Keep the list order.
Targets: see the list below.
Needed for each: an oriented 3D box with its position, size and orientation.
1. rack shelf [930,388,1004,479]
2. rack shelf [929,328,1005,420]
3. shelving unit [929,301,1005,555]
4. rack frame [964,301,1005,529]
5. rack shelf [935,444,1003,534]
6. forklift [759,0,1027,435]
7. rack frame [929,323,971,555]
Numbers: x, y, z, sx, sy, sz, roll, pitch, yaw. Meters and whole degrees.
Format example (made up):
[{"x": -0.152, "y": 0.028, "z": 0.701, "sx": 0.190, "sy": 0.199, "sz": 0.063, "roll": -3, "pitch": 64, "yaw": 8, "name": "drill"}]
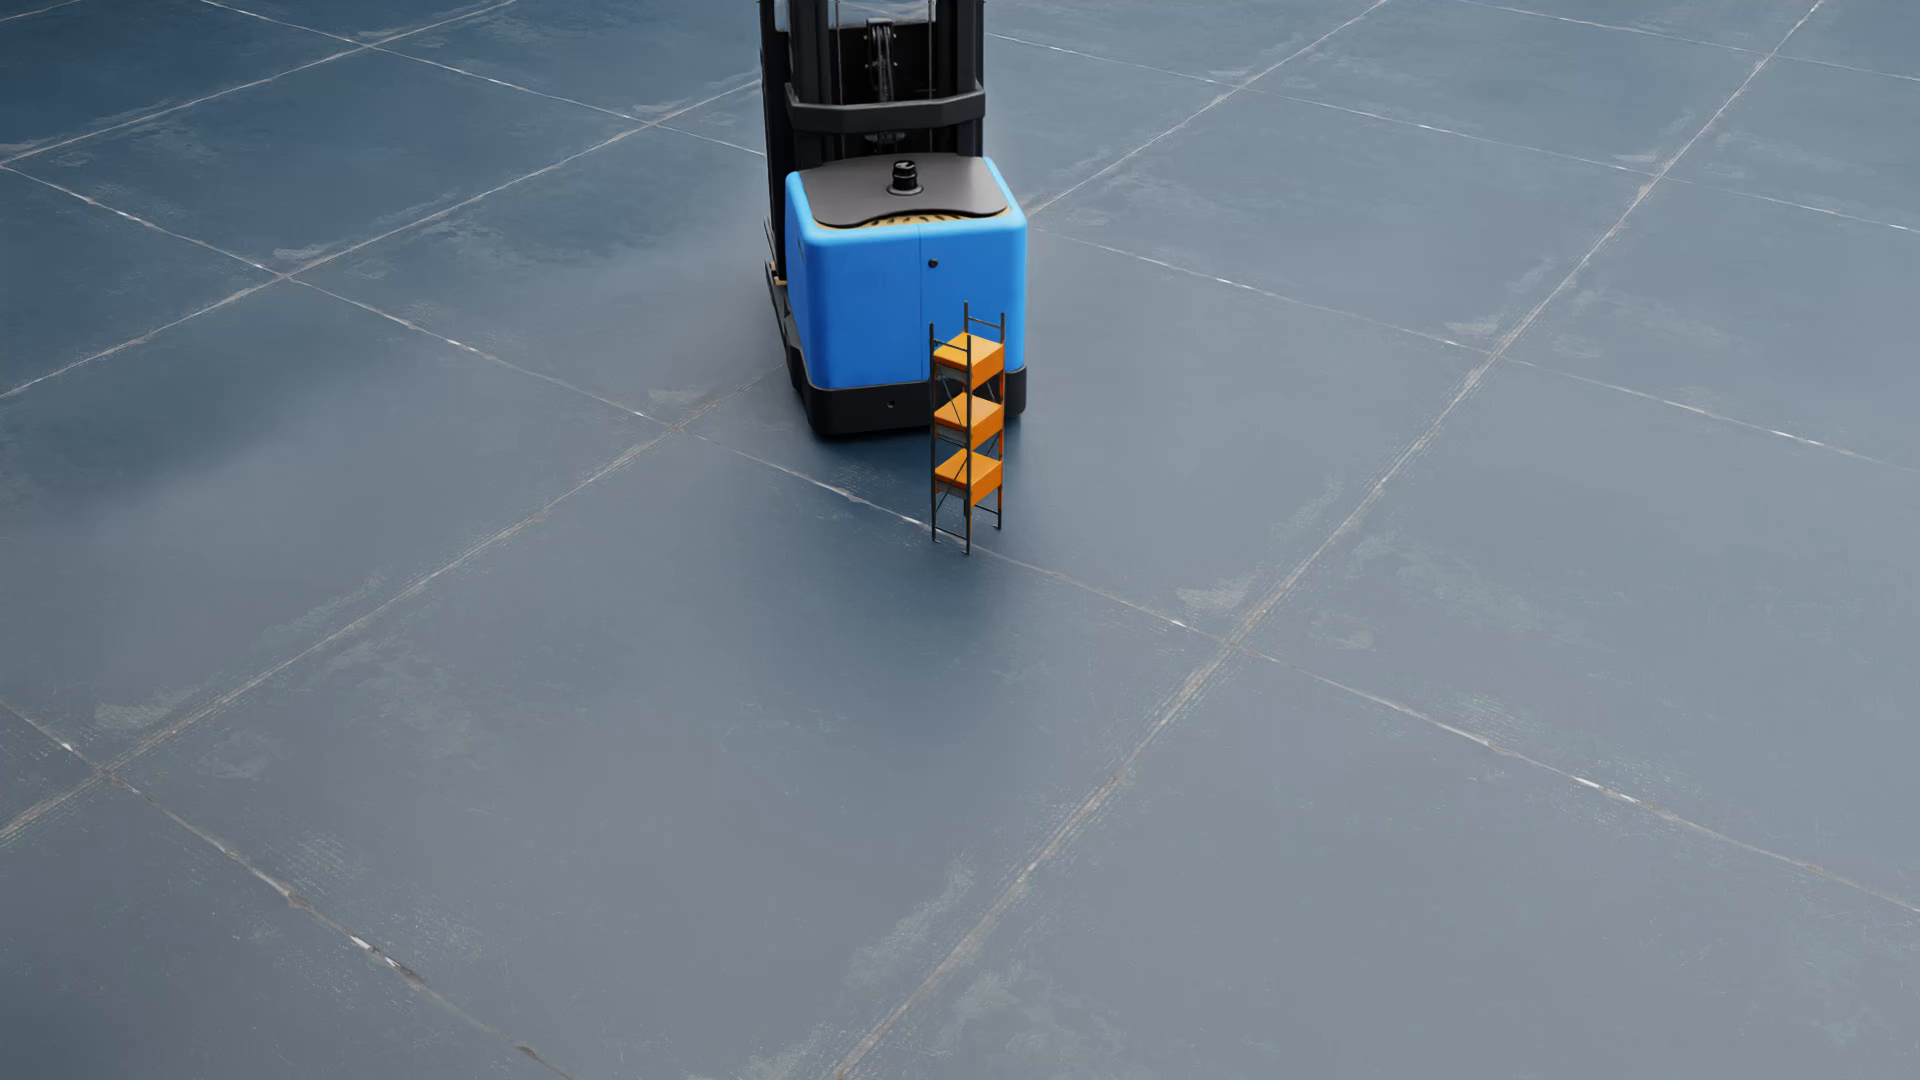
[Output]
[{"x": 0.031, "y": -0.451, "z": 6.998, "sx": 0.215, "sy": 0.259, "sz": 0.240, "roll": 21, "pitch": 39, "yaw": 28, "name": "rack shelf"}, {"x": 0.031, "y": -0.686, "z": 6.839, "sx": 0.215, "sy": 0.259, "sz": 0.240, "roll": 21, "pitch": 39, "yaw": 28, "name": "rack shelf"}, {"x": 0.031, "y": -0.460, "z": 6.992, "sx": 0.215, "sy": 1.050, "sz": 0.252, "roll": 21, "pitch": 39, "yaw": 28, "name": "shelving unit"}, {"x": 0.100, "y": -0.516, "z": 7.075, "sx": 0.200, "sy": 1.050, "sz": 0.008, "roll": 21, "pitch": 39, "yaw": 28, "name": "rack frame"}, {"x": 0.031, "y": -0.221, "z": 7.154, "sx": 0.215, "sy": 0.259, "sz": 0.240, "roll": 21, "pitch": 39, "yaw": 28, "name": "rack shelf"}, {"x": -0.475, "y": -2.530, "z": 8.375, "sx": 1.130, "sy": 2.935, "sz": 3.031, "roll": -6, "pitch": 35, "yaw": -9, "name": "forklift"}, {"x": -0.039, "y": -0.403, "z": 6.909, "sx": 0.200, "sy": 1.050, "sz": 0.008, "roll": 21, "pitch": 39, "yaw": 28, "name": "rack frame"}]
